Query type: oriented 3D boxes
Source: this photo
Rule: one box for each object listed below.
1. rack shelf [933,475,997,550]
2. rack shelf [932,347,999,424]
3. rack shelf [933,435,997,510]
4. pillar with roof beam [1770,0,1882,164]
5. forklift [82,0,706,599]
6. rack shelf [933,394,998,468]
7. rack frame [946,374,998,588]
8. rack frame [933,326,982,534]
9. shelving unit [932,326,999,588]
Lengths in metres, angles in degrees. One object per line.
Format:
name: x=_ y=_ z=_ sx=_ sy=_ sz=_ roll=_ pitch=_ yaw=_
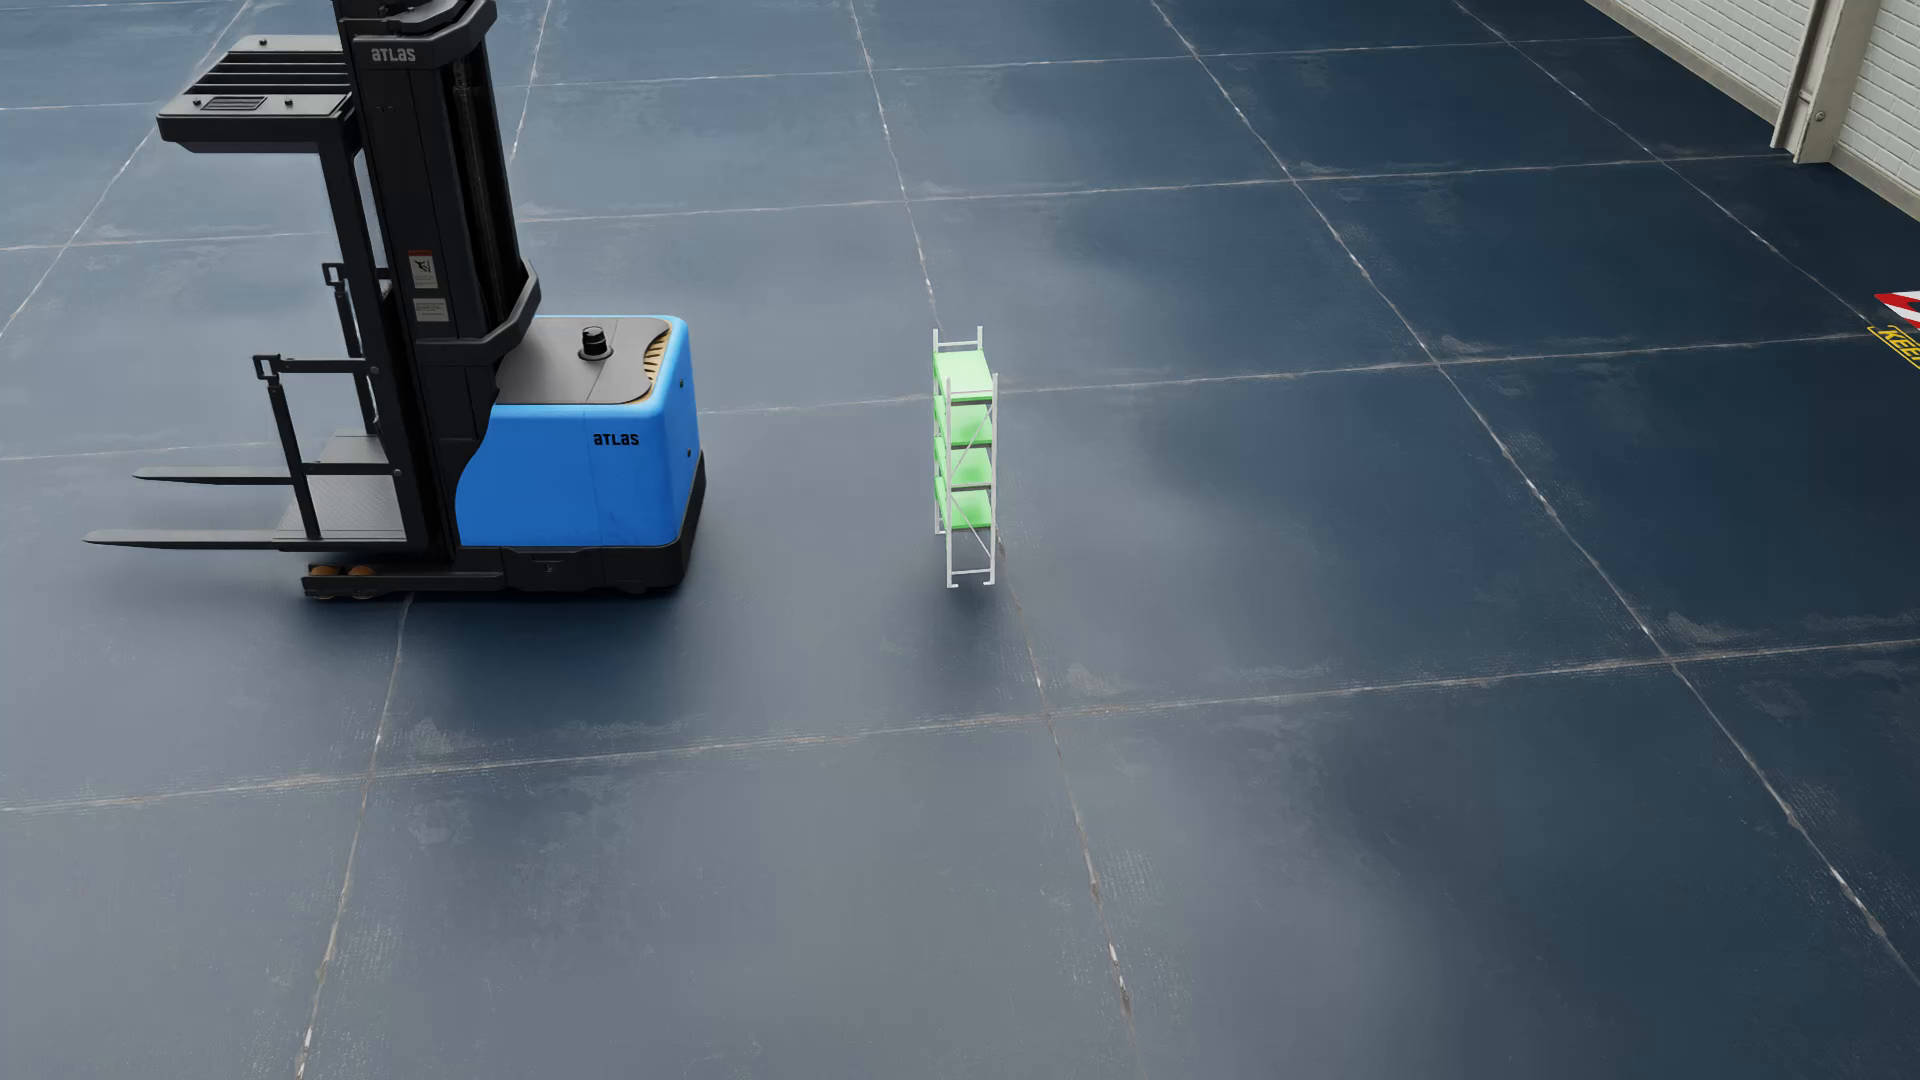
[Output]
rack shelf: x=0.022 y=-0.152 z=8.448 sx=0.258 sy=0.148 sz=0.480 roll=-4 pitch=35 yaw=-6
rack shelf: x=0.022 y=-0.747 z=8.042 sx=0.258 sy=0.148 sz=0.480 roll=-4 pitch=35 yaw=-6
rack shelf: x=0.022 y=-0.351 z=8.313 sx=0.258 sy=0.148 sz=0.480 roll=-4 pitch=35 yaw=-6
pillar with roof beam: x=2.449 y=-6.480 z=10.268 sx=9.100 sy=9.000 sz=0.400 roll=-4 pitch=35 yaw=-6
forklift: x=-2.897 y=-1.213 z=7.927 sx=3.031 sy=2.935 sz=1.130 roll=0 pitch=34 yaw=0
rack shelf: x=0.022 y=-0.549 z=8.177 sx=0.258 sy=0.148 sz=0.480 roll=-4 pitch=35 yaw=-6
rack frame: x=0.055 y=-0.267 z=8.077 sx=0.240 sy=1.200 sz=0.015 roll=-4 pitch=35 yaw=-6
rack frame: x=-0.011 y=-0.540 z=8.476 sx=0.240 sy=1.200 sz=0.015 roll=-4 pitch=35 yaw=-6
shelving unit: x=0.022 y=-0.403 z=8.277 sx=0.258 sy=1.200 sz=0.503 roll=-4 pitch=35 yaw=-6
